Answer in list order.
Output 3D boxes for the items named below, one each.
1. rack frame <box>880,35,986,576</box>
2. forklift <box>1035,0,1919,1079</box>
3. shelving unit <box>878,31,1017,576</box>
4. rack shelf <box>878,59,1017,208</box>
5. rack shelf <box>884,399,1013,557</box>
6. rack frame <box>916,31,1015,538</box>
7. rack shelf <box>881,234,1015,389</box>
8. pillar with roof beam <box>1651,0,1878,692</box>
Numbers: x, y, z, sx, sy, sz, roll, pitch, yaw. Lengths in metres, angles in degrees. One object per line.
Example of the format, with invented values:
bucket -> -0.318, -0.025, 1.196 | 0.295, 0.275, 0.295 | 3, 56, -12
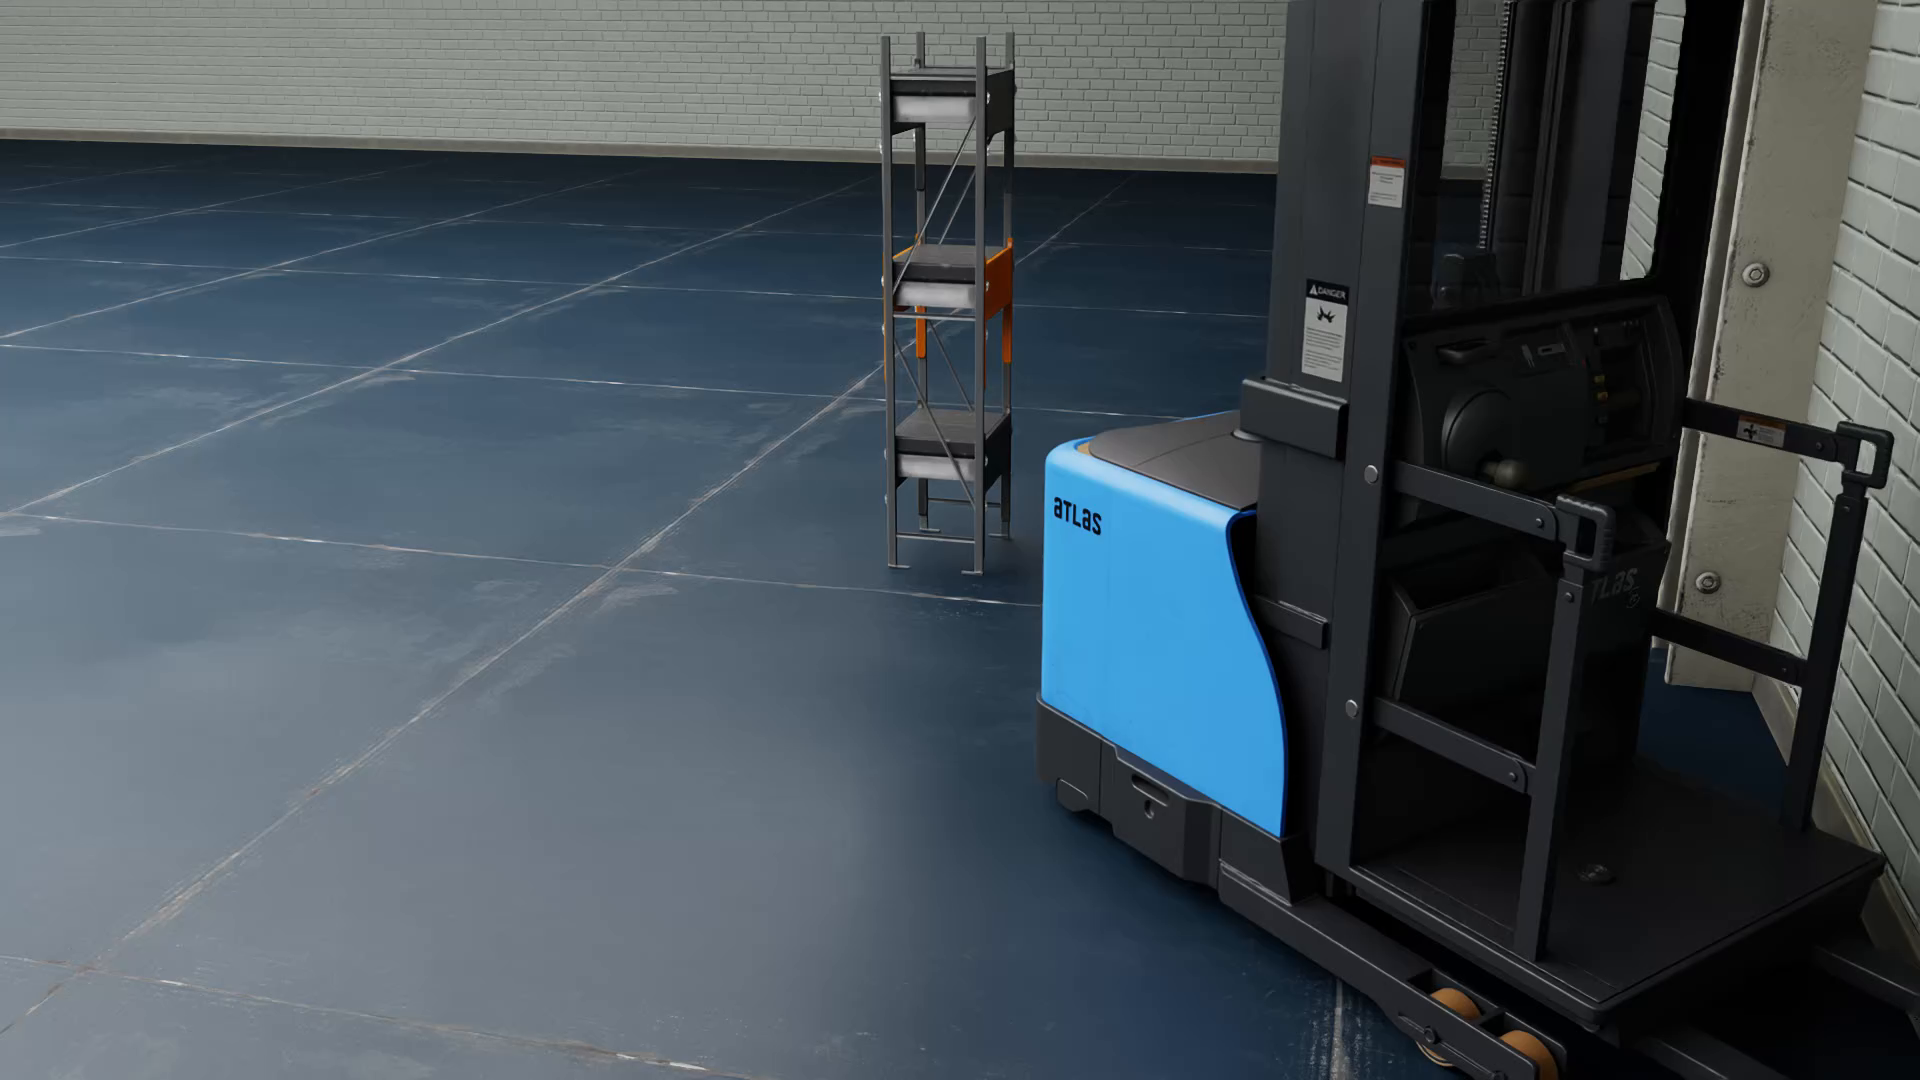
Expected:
rack frame -> -0.100, -0.865, 6.472 | 0.400, 2.100, 0.015 | 5, 19, 13
forklift -> 1.462, -0.331, 3.623 | 1.130, 2.935, 3.031 | -12, 22, -32
shelving unit -> -0.040, -0.942, 6.696 | 0.431, 2.100, 0.503 | 5, 19, 13
rack shelf -> -0.040, -1.591, 6.474 | 0.431, 0.518, 0.480 | 5, 19, 13
rack shelf -> -0.040, -0.266, 6.927 | 0.431, 0.518, 0.480 | 5, 19, 13
rack frame -> 0.019, -1.018, 6.920 | 0.400, 2.100, 0.015 | 5, 19, 13
rack shelf -> -0.040, -0.929, 6.701 | 0.431, 0.518, 0.480 | 5, 19, 13
pillar with roof beam -> -1.540, -4.152, 5.421 | 9.100, 9.000, 0.400 | 5, 19, 13
